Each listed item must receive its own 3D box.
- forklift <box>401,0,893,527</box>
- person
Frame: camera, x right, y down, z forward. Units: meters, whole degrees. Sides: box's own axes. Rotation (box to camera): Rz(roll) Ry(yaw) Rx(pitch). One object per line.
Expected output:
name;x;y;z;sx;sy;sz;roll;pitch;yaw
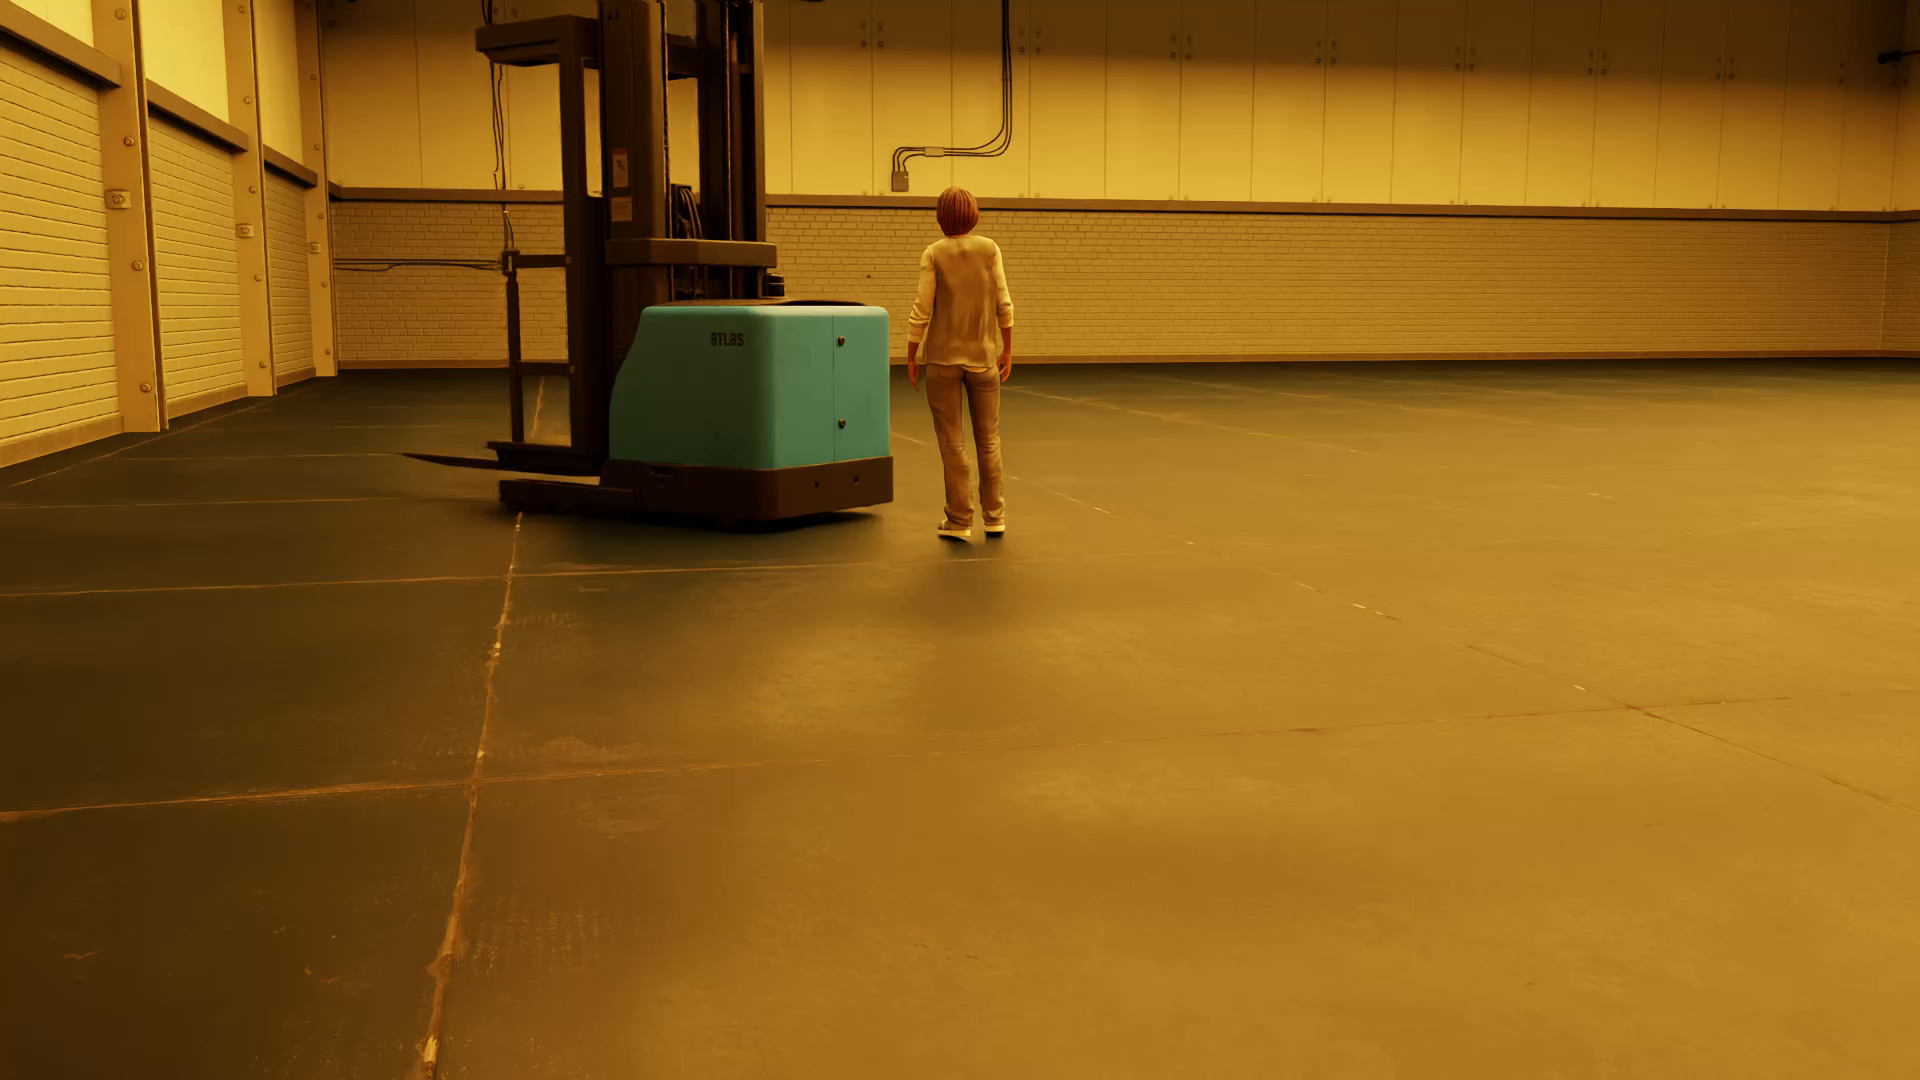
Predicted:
forklift;-1.839;-1.649;8.911;3.031;2.935;1.130;6;10;35
person;-0.003;-0.807;7.670;0.519;1.594;0.474;-2;8;-13
